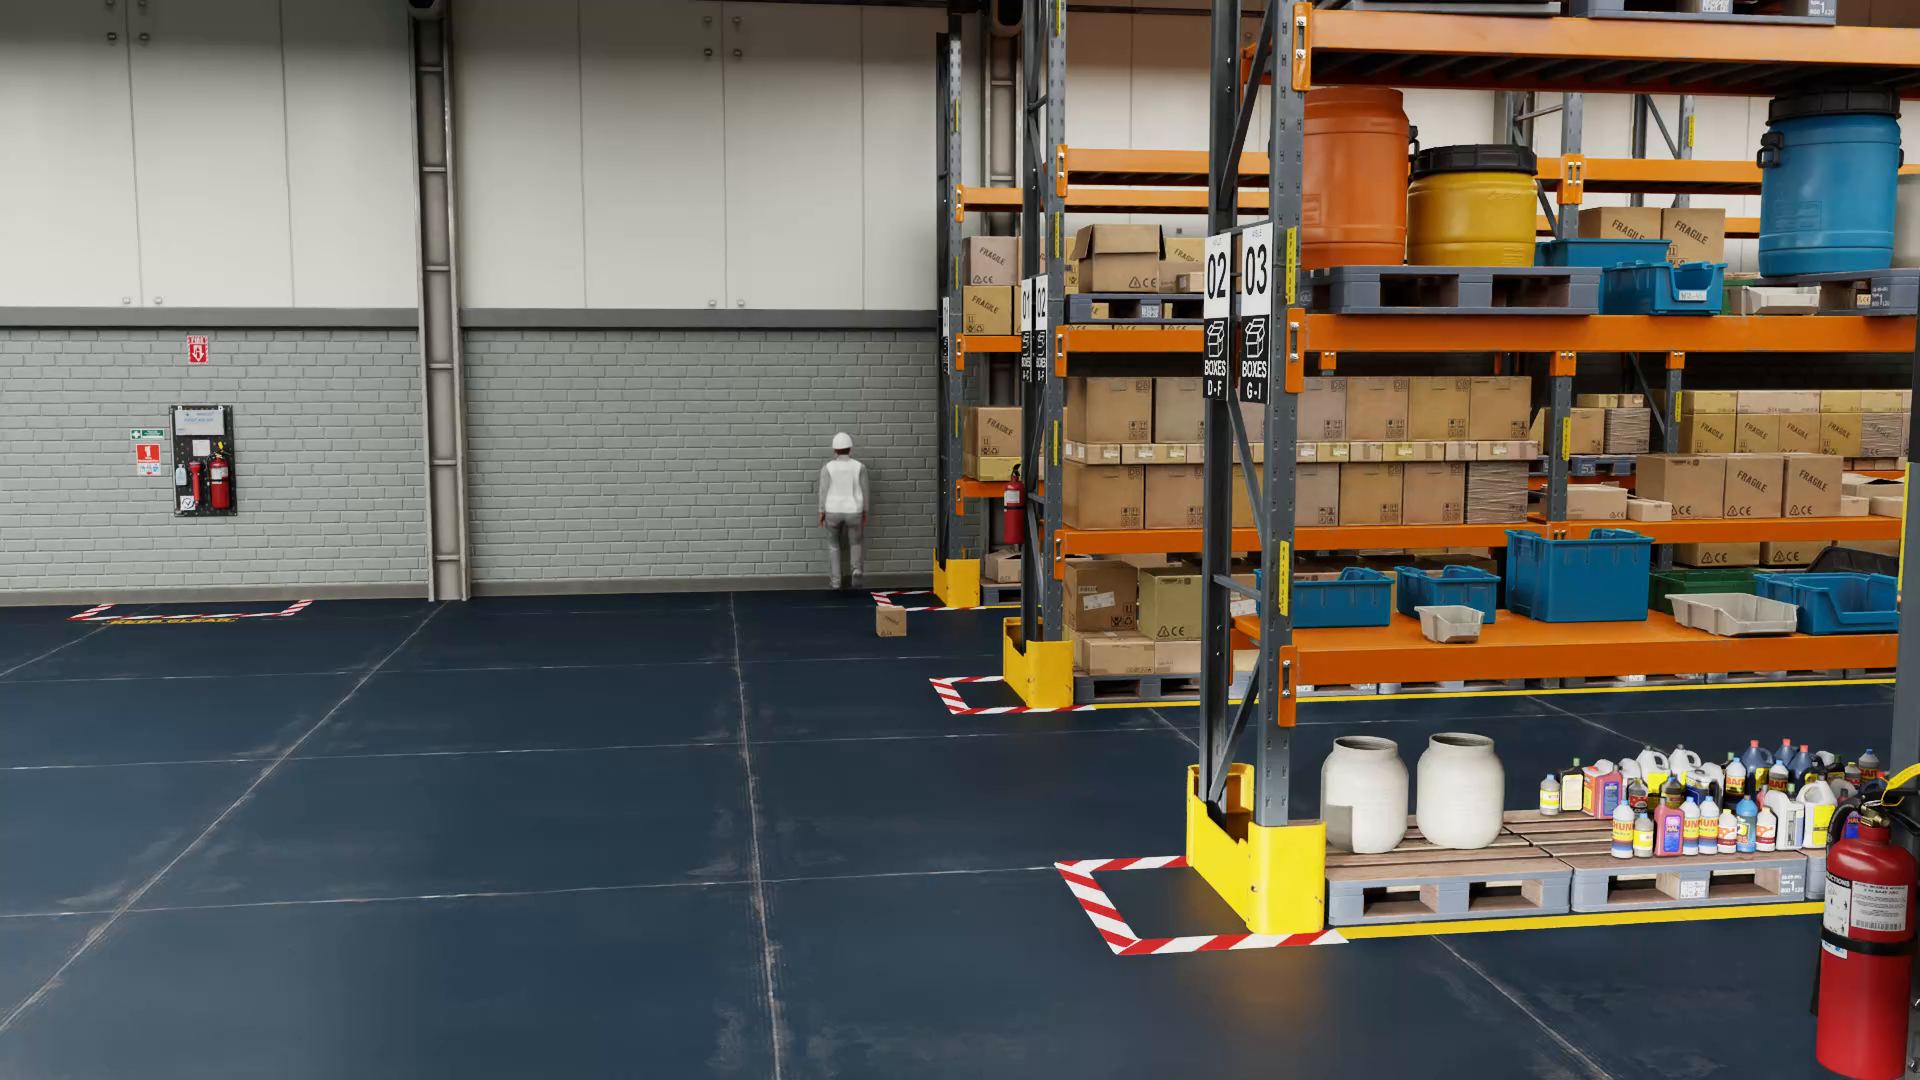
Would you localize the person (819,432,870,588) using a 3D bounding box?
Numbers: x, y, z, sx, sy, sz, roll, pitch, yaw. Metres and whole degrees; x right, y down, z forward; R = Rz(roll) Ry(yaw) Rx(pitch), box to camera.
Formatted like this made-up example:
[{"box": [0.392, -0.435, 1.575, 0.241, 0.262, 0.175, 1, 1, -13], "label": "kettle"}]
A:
[{"box": [-1.276, -0.321, 18.279, 0.558, 1.734, 0.691, -1, 7, -9], "label": "person"}]
